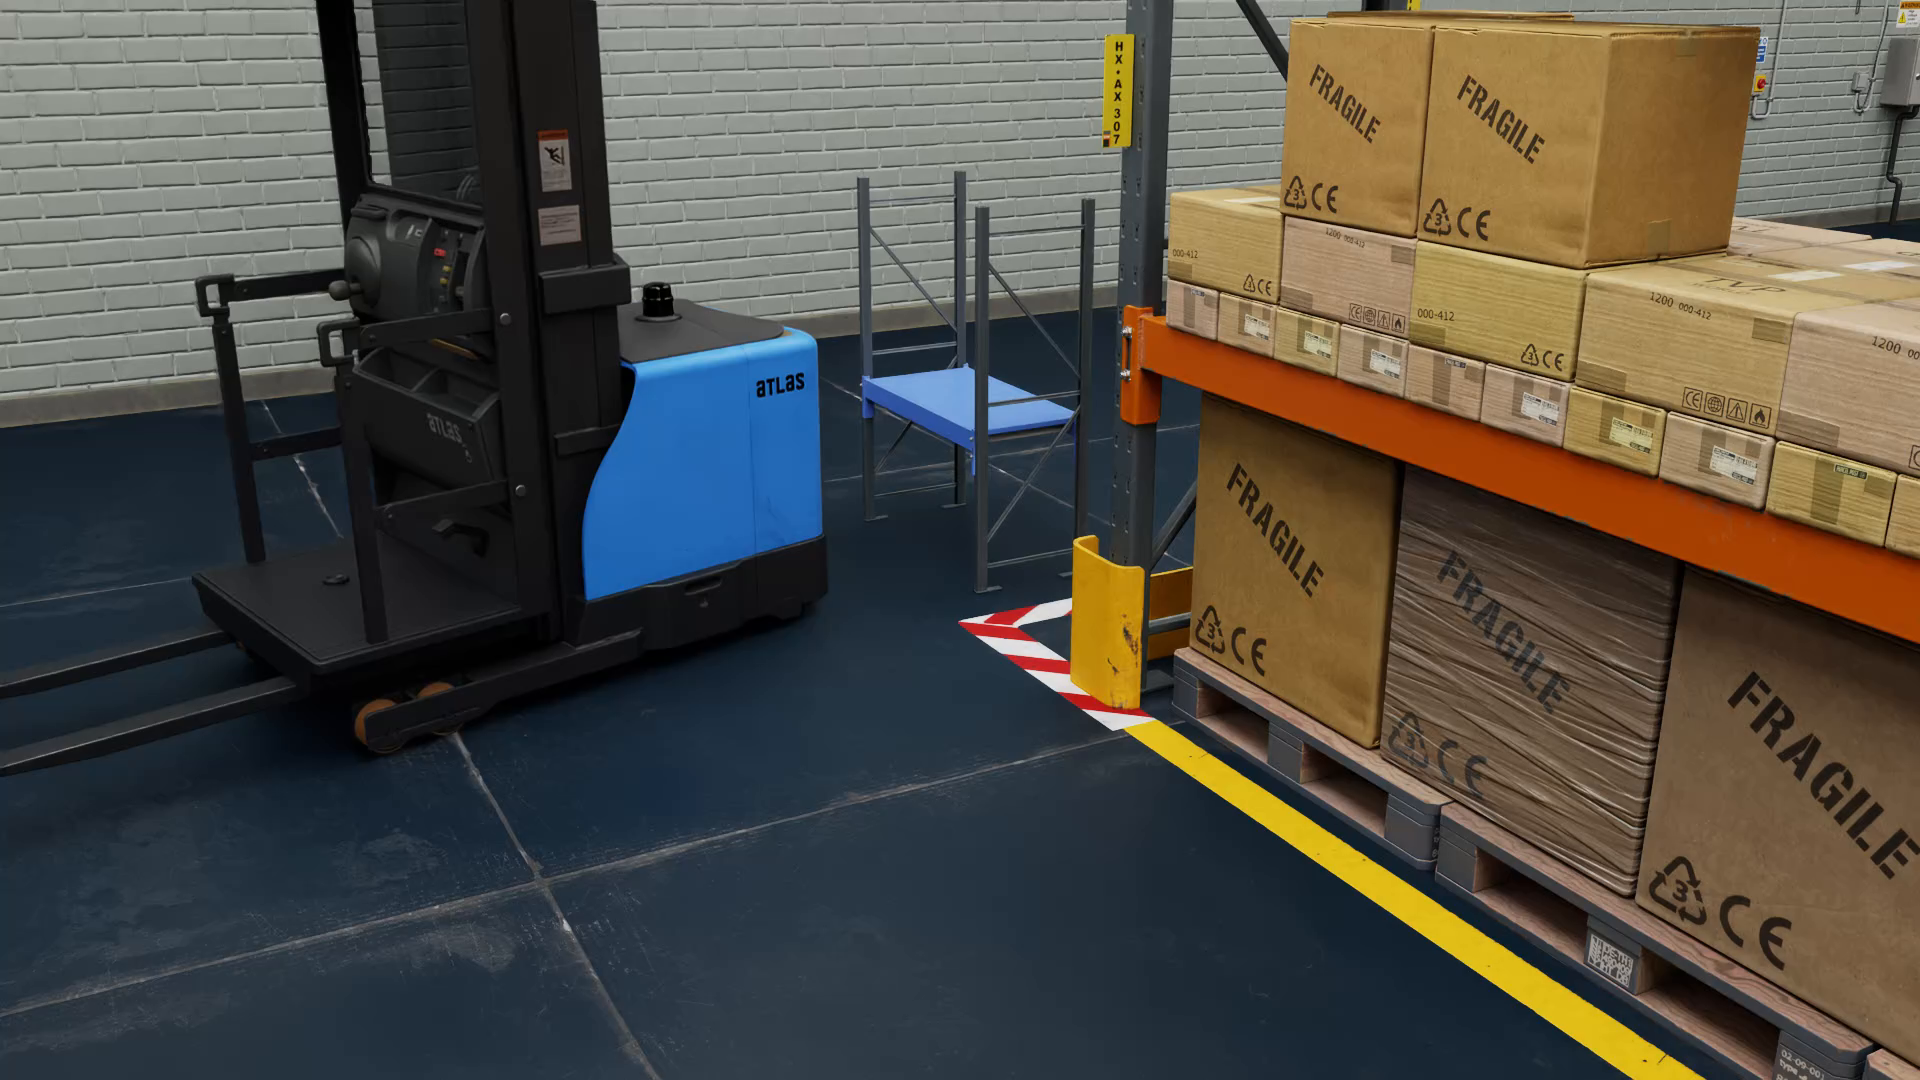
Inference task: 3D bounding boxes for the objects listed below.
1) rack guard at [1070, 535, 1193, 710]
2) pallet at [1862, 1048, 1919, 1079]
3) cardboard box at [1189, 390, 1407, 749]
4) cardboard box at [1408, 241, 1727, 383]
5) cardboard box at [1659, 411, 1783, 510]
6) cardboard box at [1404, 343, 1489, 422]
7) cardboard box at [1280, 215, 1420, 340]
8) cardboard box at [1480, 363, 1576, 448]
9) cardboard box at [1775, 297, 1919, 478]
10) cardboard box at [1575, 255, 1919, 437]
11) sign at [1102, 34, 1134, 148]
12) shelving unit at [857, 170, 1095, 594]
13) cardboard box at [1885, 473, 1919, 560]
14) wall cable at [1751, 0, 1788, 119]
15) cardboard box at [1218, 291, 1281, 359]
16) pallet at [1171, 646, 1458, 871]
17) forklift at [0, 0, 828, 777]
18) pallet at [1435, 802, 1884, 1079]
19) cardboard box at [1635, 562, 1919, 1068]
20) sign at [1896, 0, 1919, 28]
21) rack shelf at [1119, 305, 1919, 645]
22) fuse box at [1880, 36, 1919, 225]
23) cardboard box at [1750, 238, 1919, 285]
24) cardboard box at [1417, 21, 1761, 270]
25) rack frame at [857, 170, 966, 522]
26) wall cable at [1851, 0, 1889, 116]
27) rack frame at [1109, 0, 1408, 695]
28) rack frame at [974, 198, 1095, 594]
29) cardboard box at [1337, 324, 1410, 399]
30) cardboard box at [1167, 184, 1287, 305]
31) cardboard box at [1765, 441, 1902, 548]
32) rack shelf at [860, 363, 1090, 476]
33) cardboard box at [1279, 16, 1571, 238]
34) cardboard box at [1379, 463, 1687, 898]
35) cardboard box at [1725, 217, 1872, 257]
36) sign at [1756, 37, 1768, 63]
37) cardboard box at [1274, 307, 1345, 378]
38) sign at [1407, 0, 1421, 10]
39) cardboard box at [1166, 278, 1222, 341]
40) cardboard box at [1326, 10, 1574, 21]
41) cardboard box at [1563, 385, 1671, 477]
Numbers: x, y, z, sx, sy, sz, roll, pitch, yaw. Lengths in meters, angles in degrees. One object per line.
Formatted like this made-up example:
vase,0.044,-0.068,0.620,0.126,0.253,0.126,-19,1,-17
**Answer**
rack guard,0.953,0.195,5.800,1.175,0.500,0.348,-10,21,-27
pallet,2.571,1.256,3.167,1.003,0.211,1.213,-10,21,-27
cardboard box,1.338,-0.003,5.154,0.875,0.875,0.875,-10,21,-27
cardboard box,1.442,-0.577,3.979,0.500,0.250,0.500,-11,22,-28
cardboard box,1.700,-0.192,3.474,0.380,0.149,0.250,-10,21,-26
cardboard box,1.332,-0.413,4.116,0.380,0.149,0.250,-10,22,-28
cardboard box,1.207,-0.722,4.399,0.500,0.250,0.500,-10,22,-27
cardboard box,1.455,-0.339,3.902,0.380,0.149,0.250,-10,22,-27
cardboard box,1.932,-0.282,3.124,0.500,0.250,0.500,-10,21,-26
cardboard box,1.695,-0.428,3.547,0.500,0.250,0.500,-10,22,-28
sign,0.473,-1.342,4.974,0.100,0.325,0.005,-10,21,-27
shelving unit,0.041,-0.684,6.816,0.538,1.500,1.048,-10,21,-27
cardboard box,1.941,-0.045,3.048,0.380,0.149,0.250,-10,21,-26
wall cable,6.987,-4.625,14.331,0.585,1.953,0.123,-10,21,-27
cardboard box,0.965,-0.635,4.757,0.380,0.149,0.250,-10,22,-27
pallet,1.413,0.556,5.197,1.003,0.211,1.213,-10,21,-27
forklift,-1.930,-0.910,5.274,3.031,2.935,1.130,-17,25,-40
pallet,1.988,0.906,4.184,1.003,0.211,1.213,-10,21,-27
cardboard box,2.193,0.514,3.657,0.875,0.875,0.875,-10,21,-27
sign,8.758,-4.855,15.336,0.339,0.242,0.001,-10,21,-27
rack shelf,1.914,-0.066,3.826,1.077,0.370,4.000,-10,21,-27
fuse box,8.905,-3.804,15.533,0.539,1.711,0.414,-10,21,-27
cardboard box,2.161,-0.511,3.787,0.500,0.250,0.500,-10,21,-27
cardboard box,1.443,-0.933,3.861,0.500,0.500,0.500,-11,22,-28
rack frame,-0.201,-0.830,7.239,0.500,1.500,0.032,-10,21,-27
wall cable,8.230,-4.833,14.982,0.588,1.984,0.122,-10,21,-27
rack frame,0.964,-0.980,5.373,1.000,3.000,0.127,-10,21,-27
rack frame,0.282,-0.539,6.393,0.500,1.500,0.032,-10,21,-27
cardboard box,1.212,-0.487,4.328,0.380,0.149,0.250,-10,22,-27
cardboard box,0.954,-0.870,4.828,0.500,0.250,0.500,-11,22,-28
cardboard box,1.820,-0.119,3.261,0.380,0.149,0.250,-10,22,-28
rack shelf,0.041,-0.514,6.874,0.538,0.185,1.000,-10,21,-27
cardboard box,1.192,-1.081,4.290,0.500,0.500,0.500,-11,22,-28
cardboard box,1.771,0.259,4.397,0.875,0.875,0.875,-10,21,-27
cardboard box,1.910,-0.660,4.219,0.500,0.250,0.500,-11,22,-28
sign,6.916,-4.268,14.487,0.327,0.218,0.001,-10,21,-27
cardboard box,1.087,-0.561,4.544,0.380,0.149,0.250,-11,22,-28
sign,1.448,-1.719,5.377,0.100,0.325,0.005,-10,21,-27
cardboard box,0.842,-0.708,4.970,0.380,0.149,0.250,-10,21,-26
cardboard box,1.427,-1.305,4.939,0.500,0.500,0.500,-10,21,-26
cardboard box,1.574,-0.267,3.691,0.380,0.149,0.250,-11,22,-28
